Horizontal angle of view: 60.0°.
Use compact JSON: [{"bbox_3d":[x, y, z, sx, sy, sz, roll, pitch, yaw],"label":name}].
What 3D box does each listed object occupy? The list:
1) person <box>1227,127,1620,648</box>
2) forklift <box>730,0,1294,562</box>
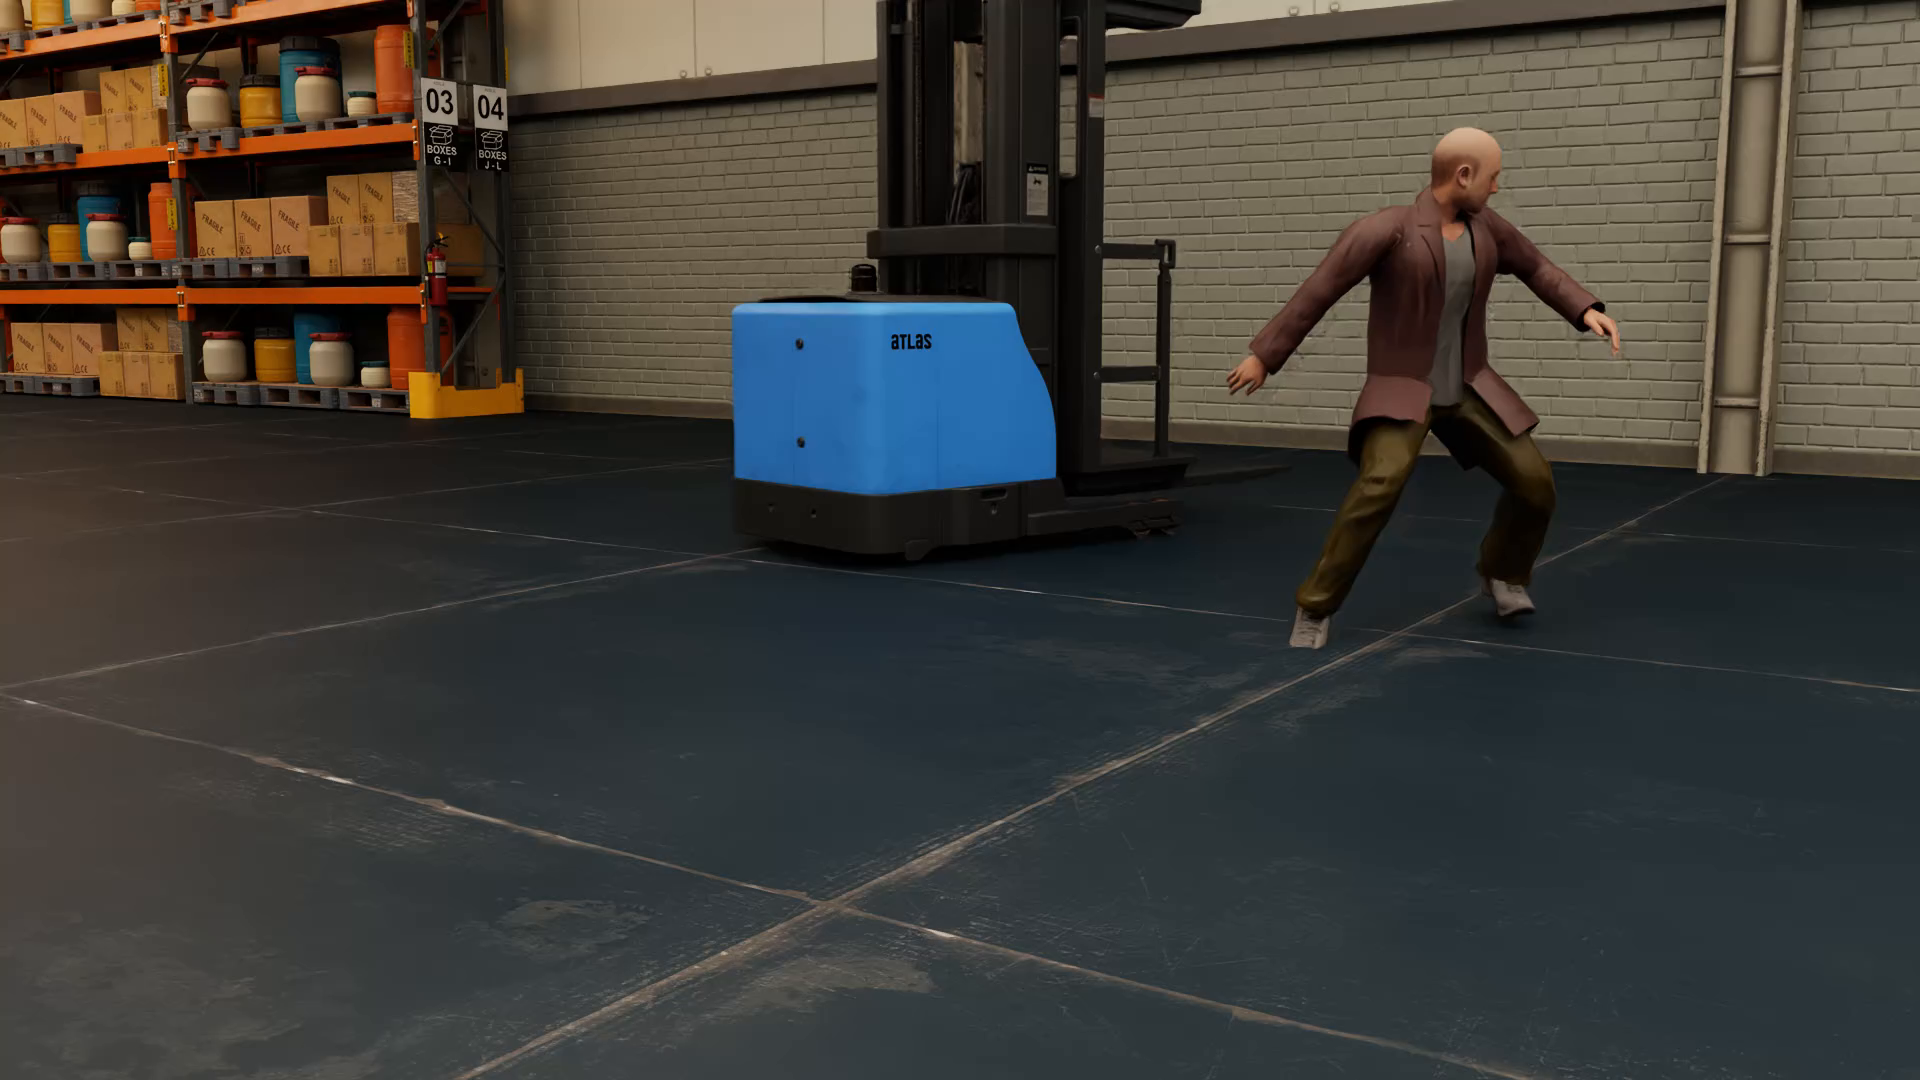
[{"bbox_3d":[1.484,-0.434,5.364,1.118,1.731,0.614,-2,8,-14],"label":"person"},{"bbox_3d":[0.416,-1.512,7.826,3.031,2.935,1.130,-7,11,-42],"label":"forklift"}]
